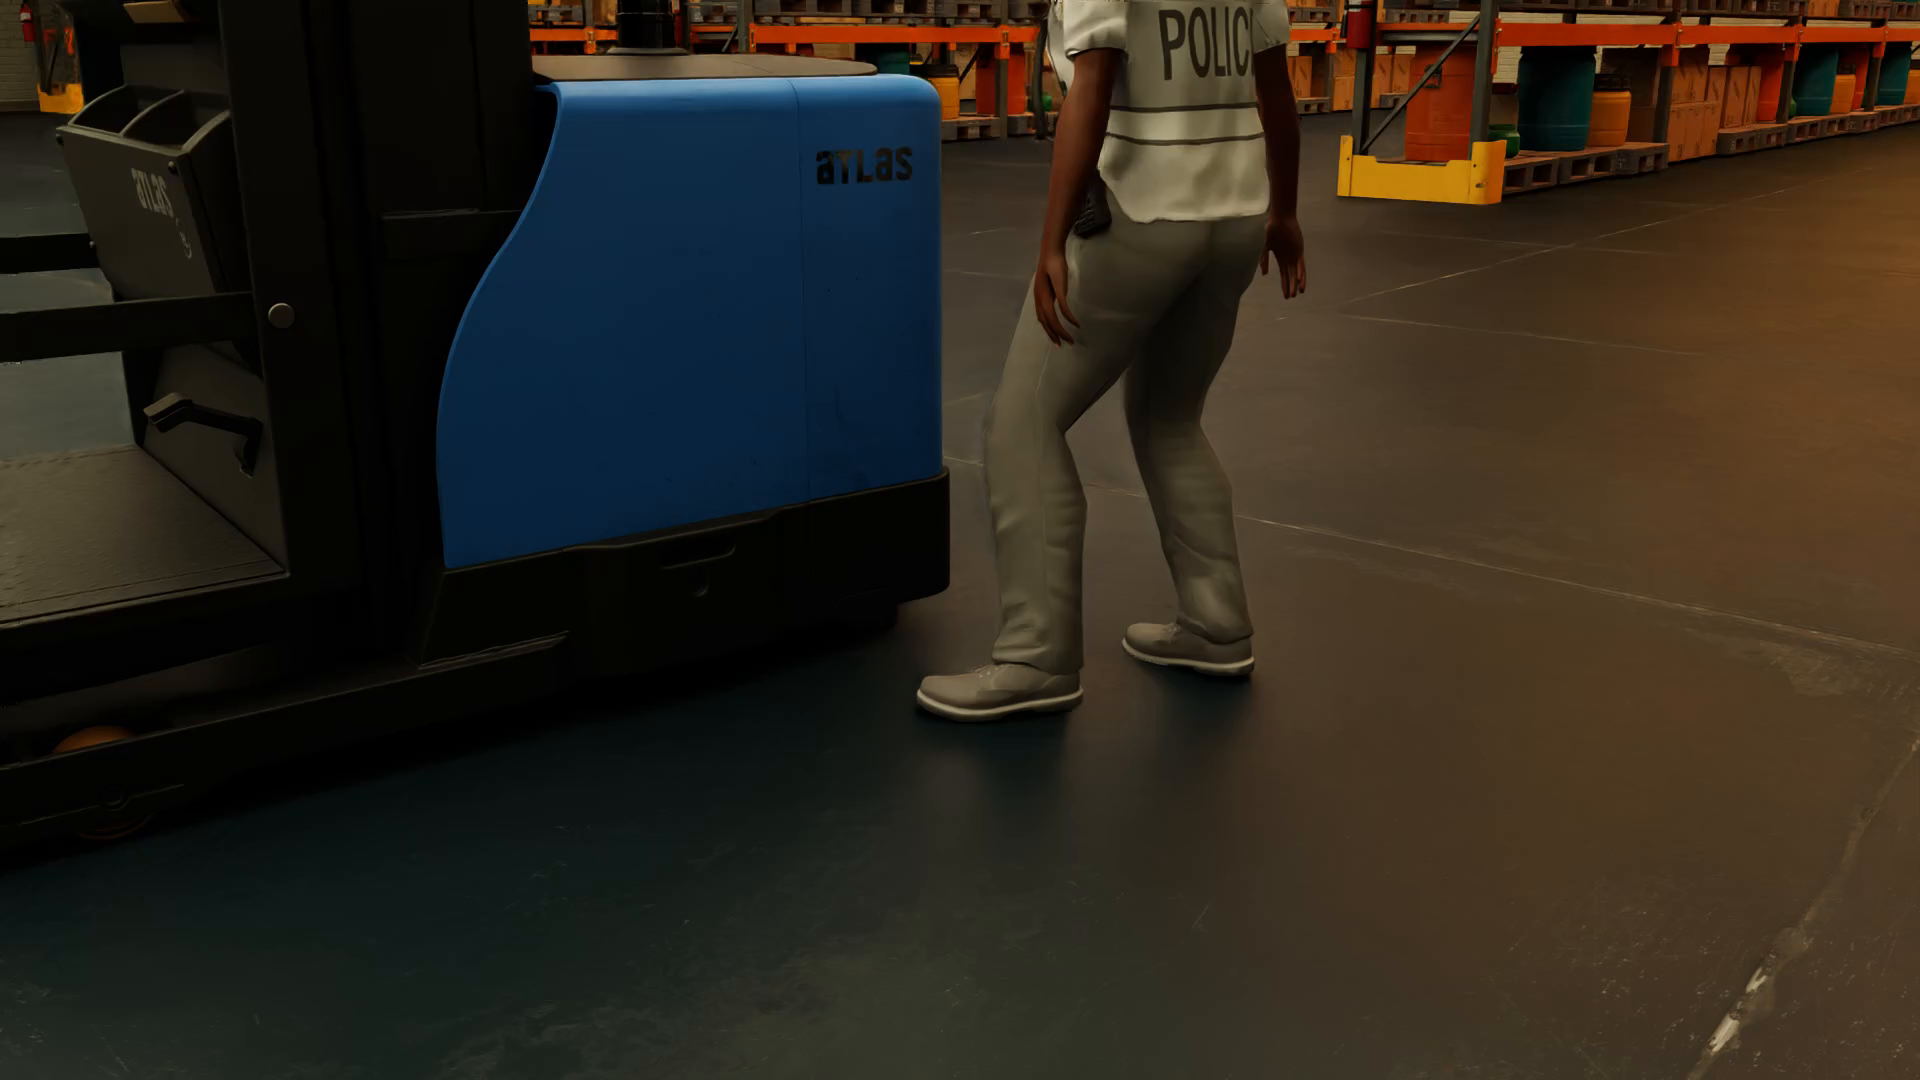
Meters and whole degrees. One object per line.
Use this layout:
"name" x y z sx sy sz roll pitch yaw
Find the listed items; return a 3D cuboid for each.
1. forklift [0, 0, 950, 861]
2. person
"forklift" -1.504 -1.096 2.507 3.031 2.935 1.130 -12 21 -35
"person" 0.294 -0.521 2.882 0.404 1.632 0.793 15 23 41
